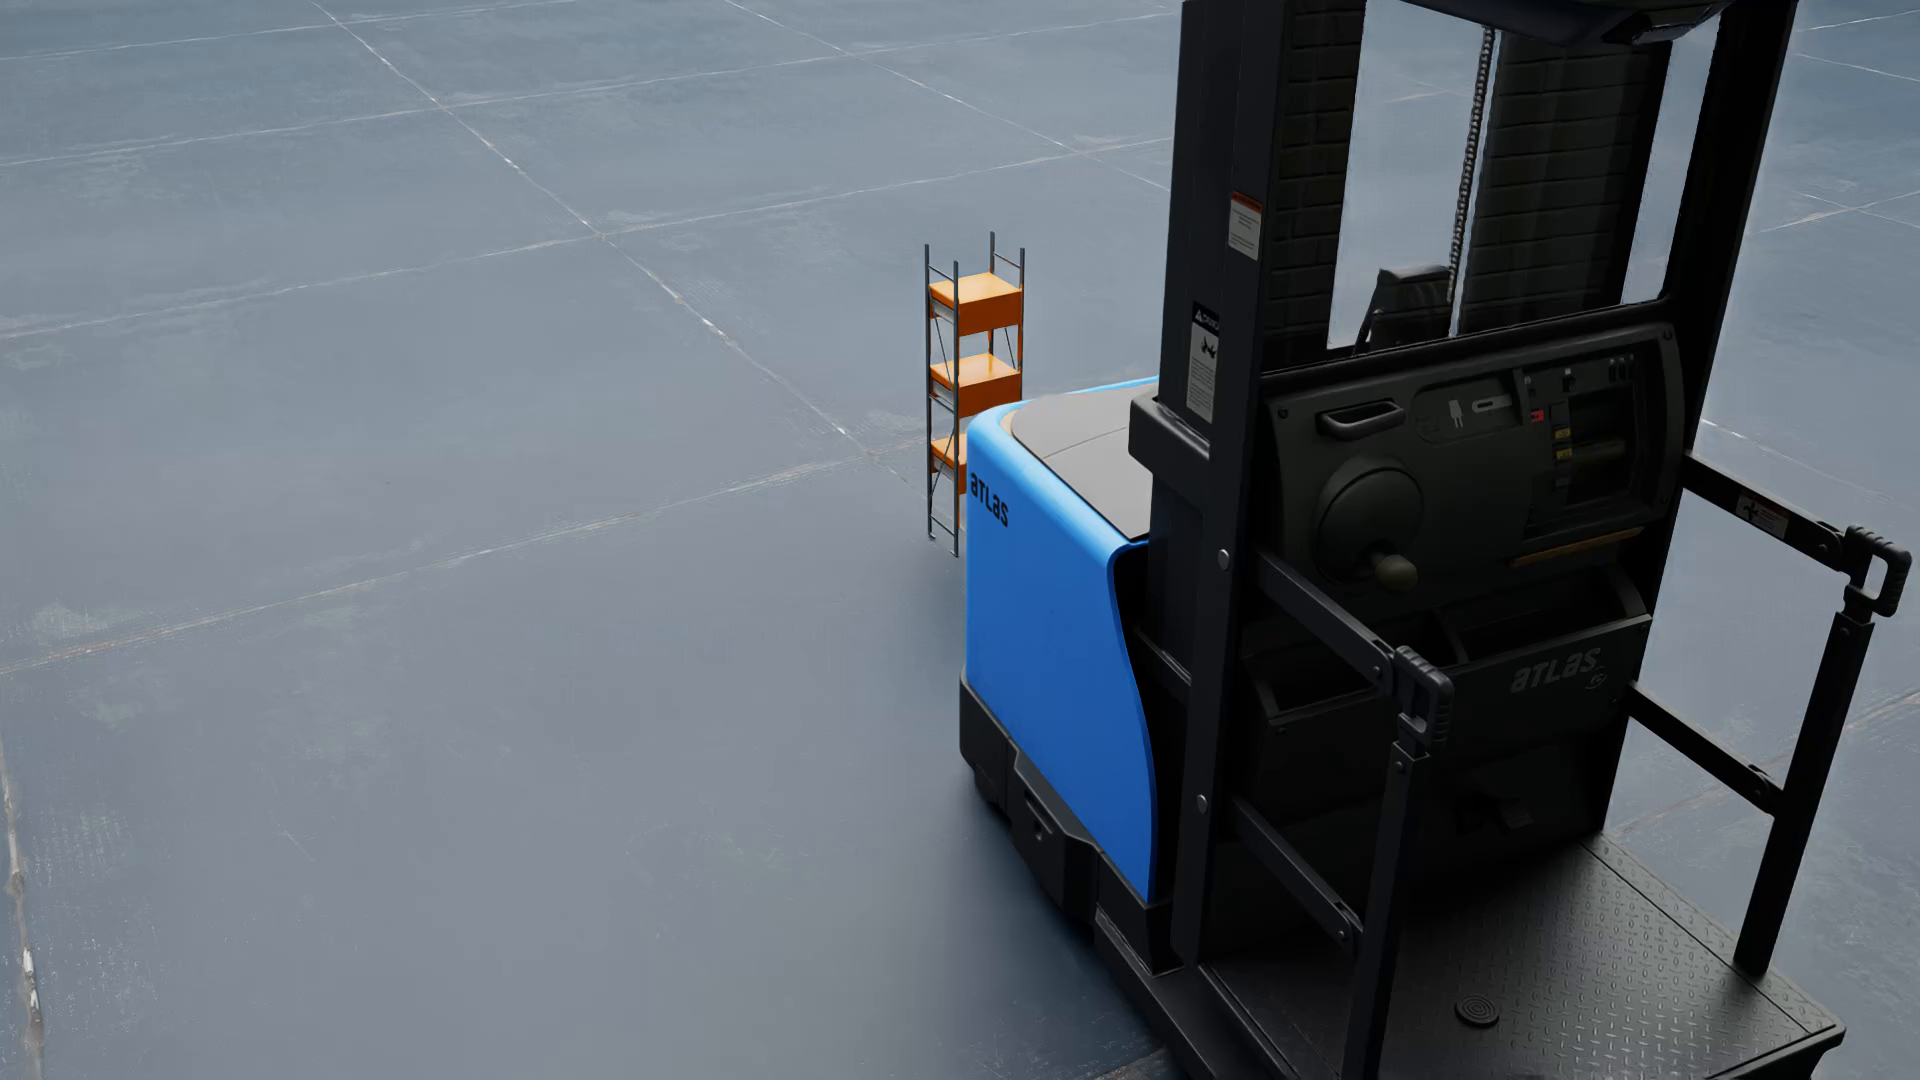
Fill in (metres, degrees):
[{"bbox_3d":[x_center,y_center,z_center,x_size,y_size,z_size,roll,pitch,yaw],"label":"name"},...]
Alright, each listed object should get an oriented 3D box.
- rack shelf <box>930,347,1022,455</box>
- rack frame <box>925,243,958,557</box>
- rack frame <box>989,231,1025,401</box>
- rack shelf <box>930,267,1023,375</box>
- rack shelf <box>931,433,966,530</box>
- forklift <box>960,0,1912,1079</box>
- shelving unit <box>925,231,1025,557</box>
[{"bbox_3d":[0.046,-0.463,5.525,0.240,0.259,0.215,-16,33,-26],"label":"rack shelf"},{"bbox_3d":[-0.059,-0.443,5.466,0.008,1.050,0.200,-16,33,-26],"label":"rack frame"},{"bbox_3d":[0.151,-0.503,5.574,0.008,1.050,0.200,-16,33,-26],"label":"rack frame"},{"bbox_3d":[0.046,-0.712,5.388,0.240,0.259,0.215,-16,33,-26],"label":"rack shelf"},{"bbox_3d":[0.046,-0.220,5.659,0.240,0.259,0.215,-16,33,-26],"label":"rack shelf"},{"bbox_3d":[1.063,-0.112,2.919,1.130,2.935,3.031,-12,31,-21],"label":"forklift"},{"bbox_3d":[0.046,-0.473,5.520,0.252,1.050,0.215,-16,33,-26],"label":"shelving unit"}]
